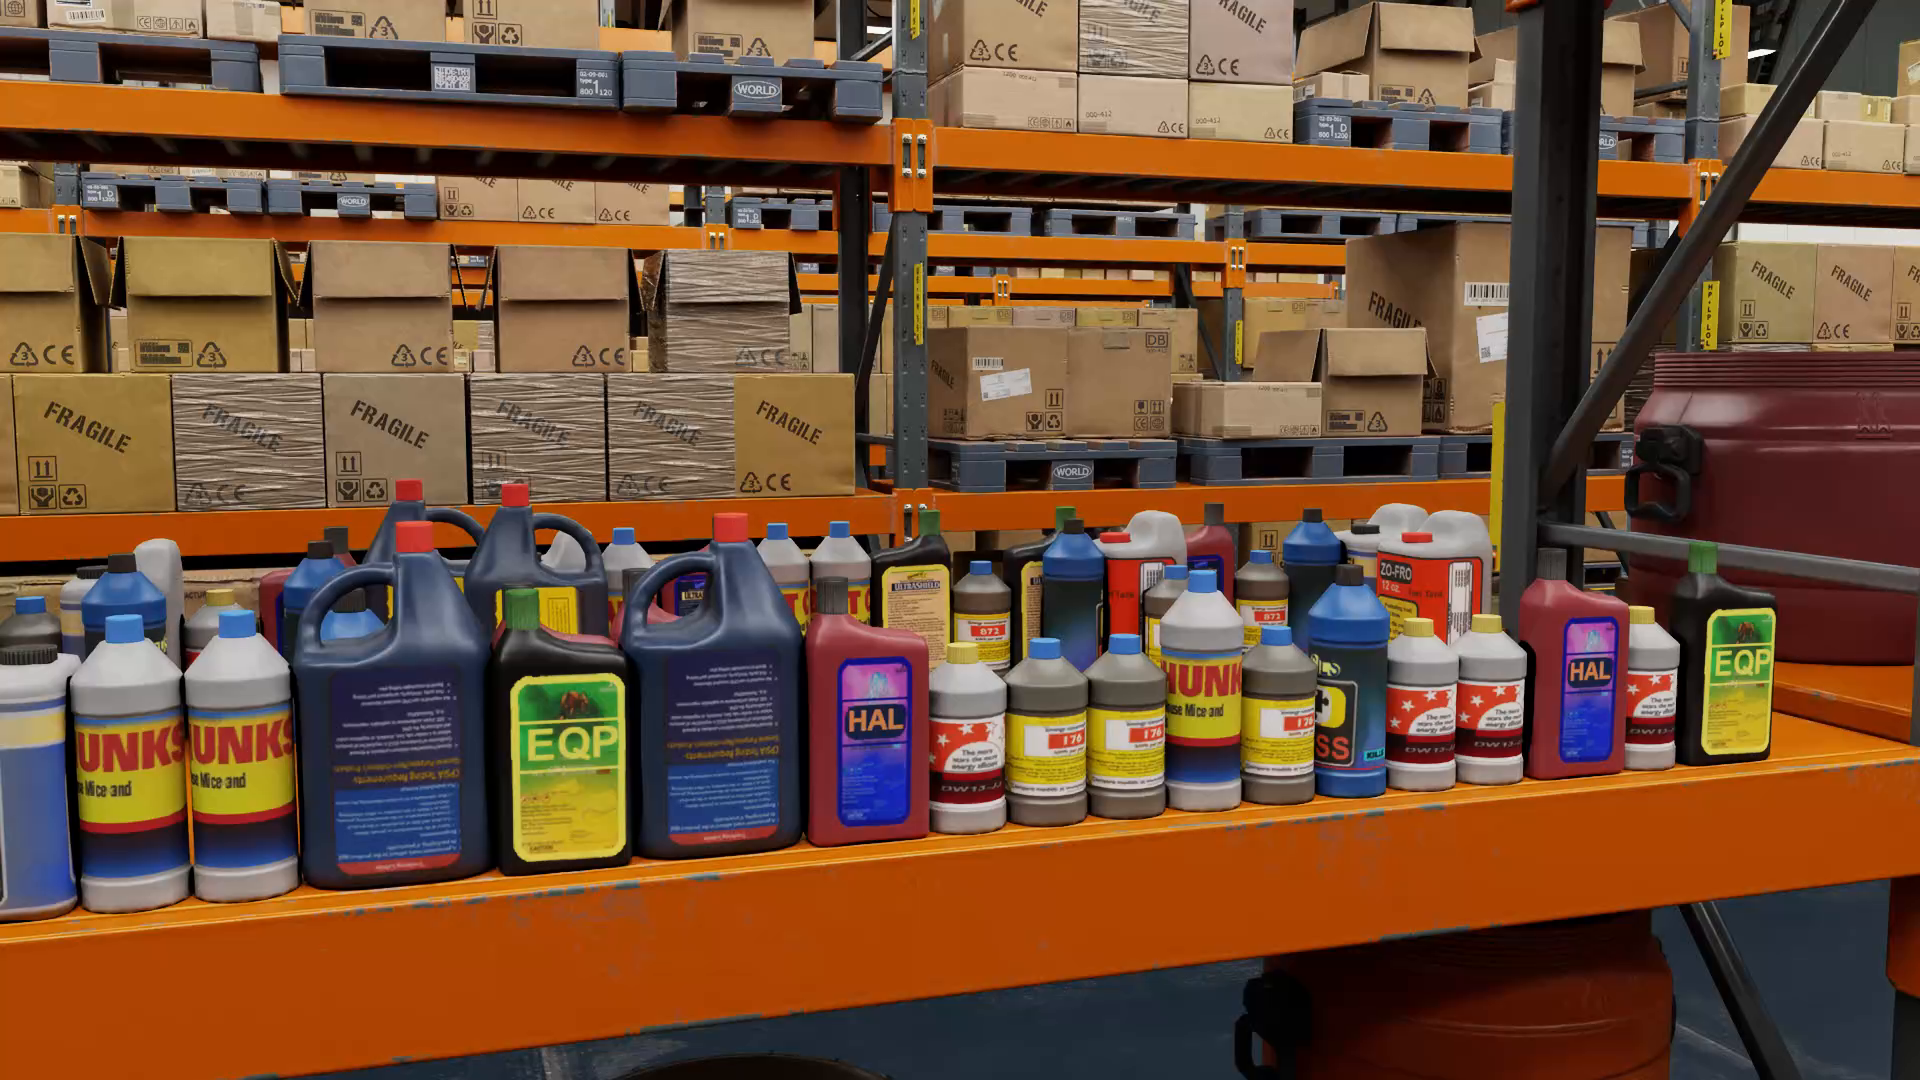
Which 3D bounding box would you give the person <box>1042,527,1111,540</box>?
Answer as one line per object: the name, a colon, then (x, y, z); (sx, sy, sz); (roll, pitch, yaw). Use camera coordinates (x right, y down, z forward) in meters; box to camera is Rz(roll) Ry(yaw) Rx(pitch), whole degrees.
person: (0.688, -0.021, 9.648); (0.412, 1.721, 0.587); (-2, 6, -20)
